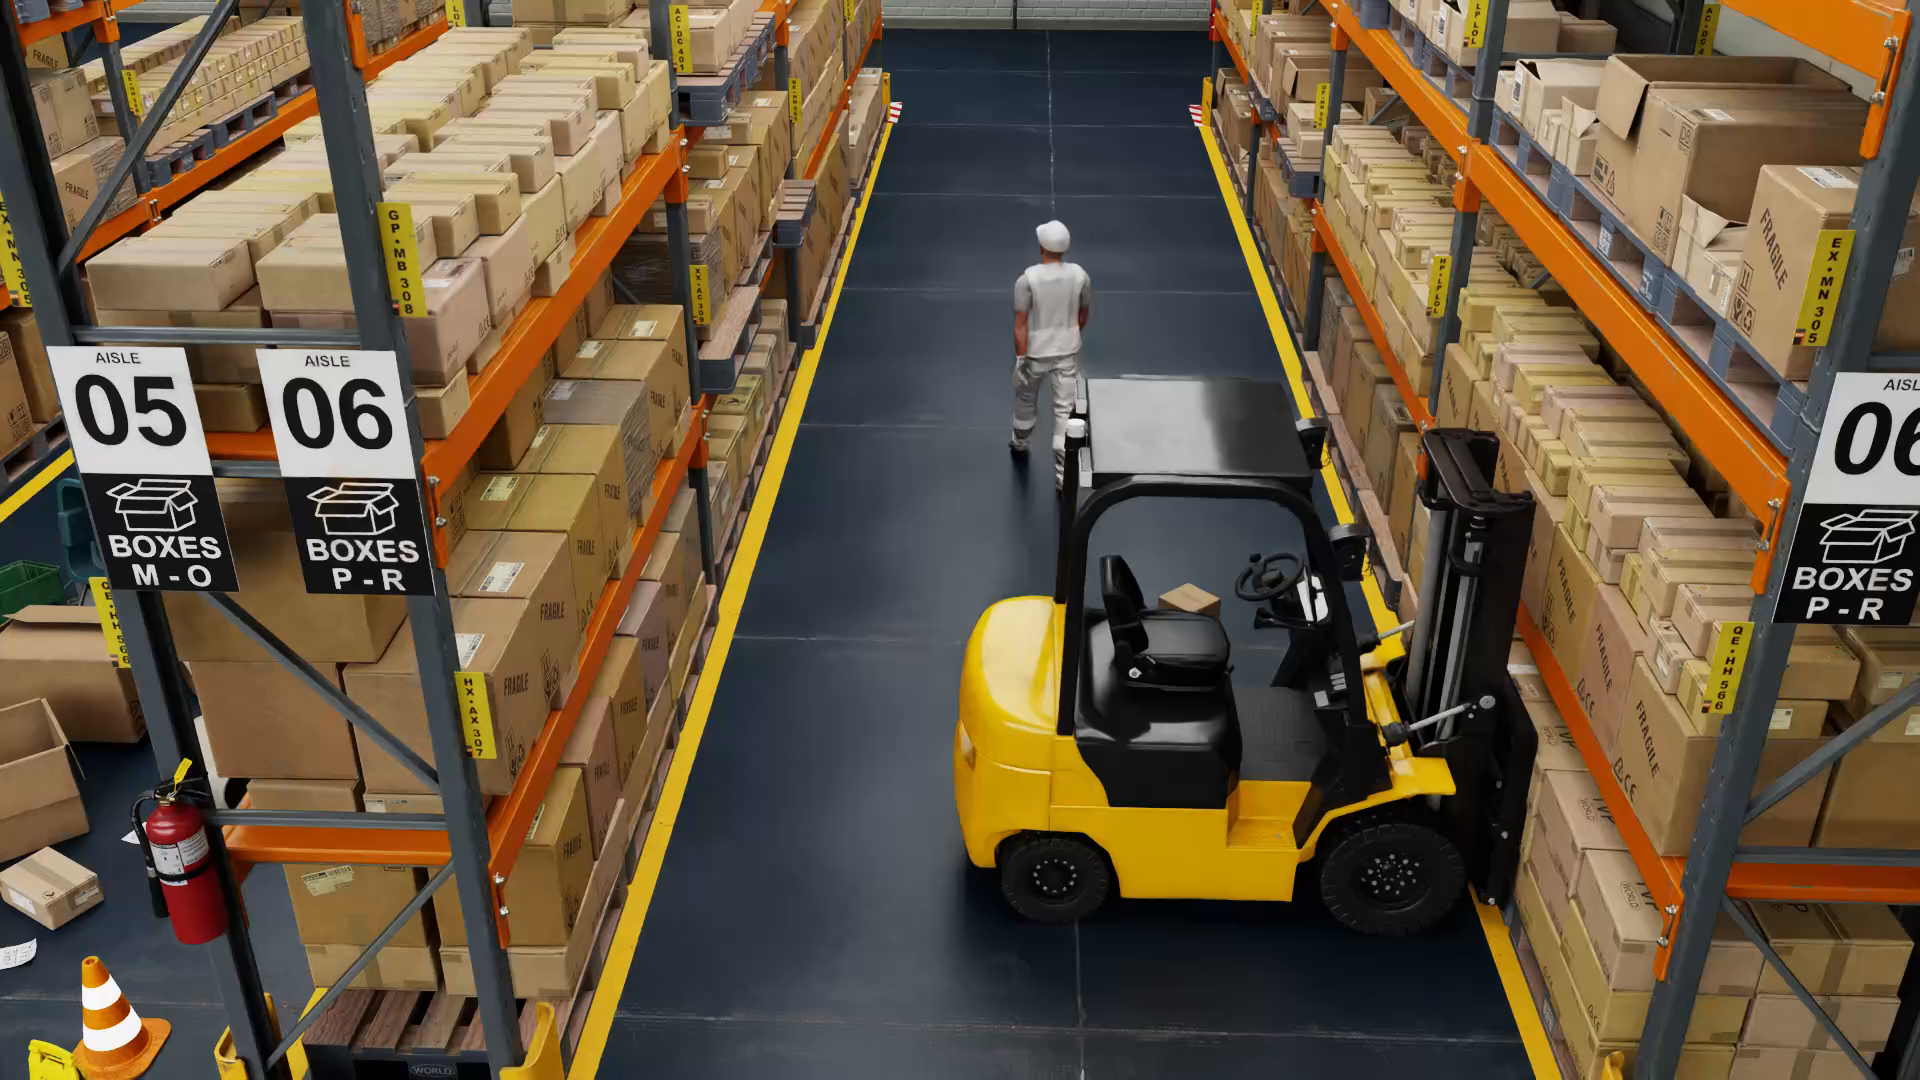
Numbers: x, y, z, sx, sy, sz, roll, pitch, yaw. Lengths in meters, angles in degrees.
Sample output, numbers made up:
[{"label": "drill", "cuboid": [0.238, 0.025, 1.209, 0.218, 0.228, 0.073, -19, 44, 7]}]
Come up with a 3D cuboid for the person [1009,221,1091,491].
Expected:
[{"label": "person", "cuboid": [0.583, -1.285, 11.005, 0.524, 1.755, 0.960, -3, 28, -5]}]
